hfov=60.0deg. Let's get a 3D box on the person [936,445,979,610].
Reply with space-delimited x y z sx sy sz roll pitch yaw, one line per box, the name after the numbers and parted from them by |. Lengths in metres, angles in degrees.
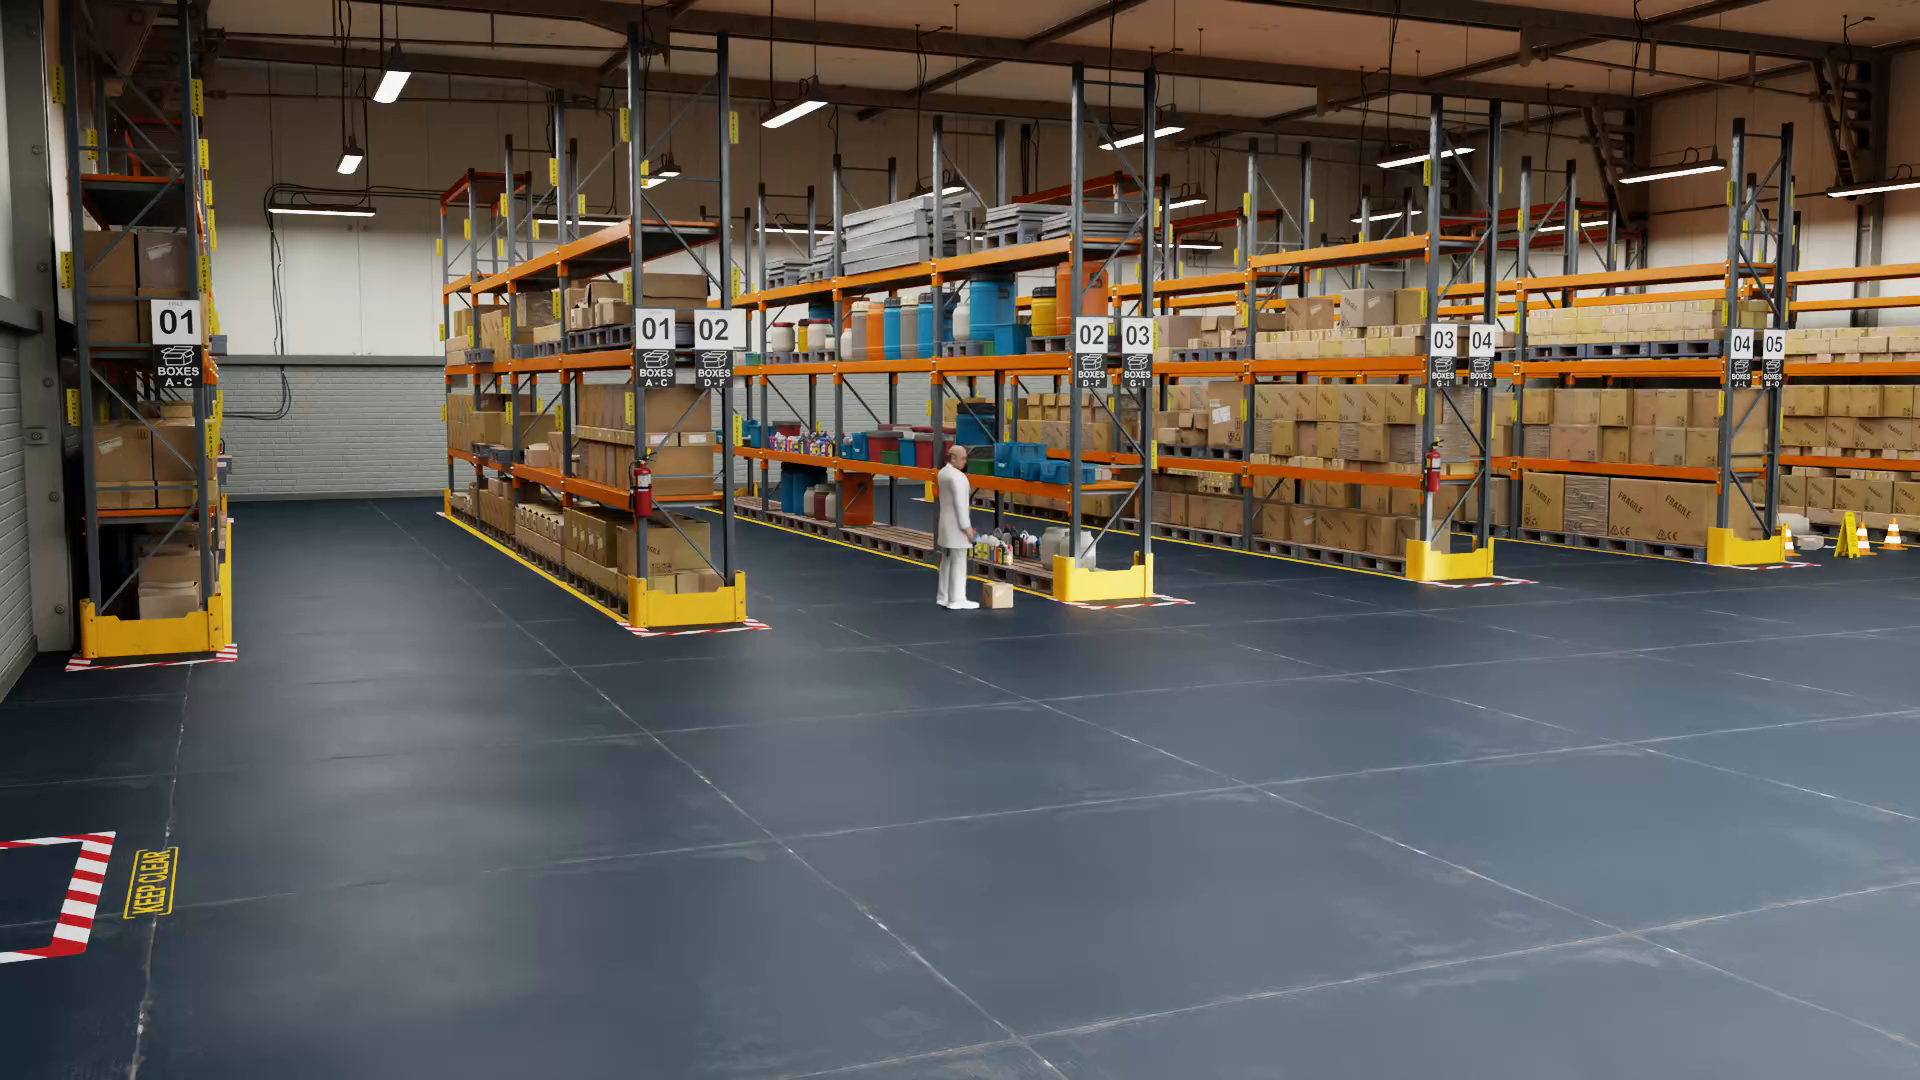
-0.015 -0.125 18.119 0.417 1.818 0.638 -2 6 -22 | person
